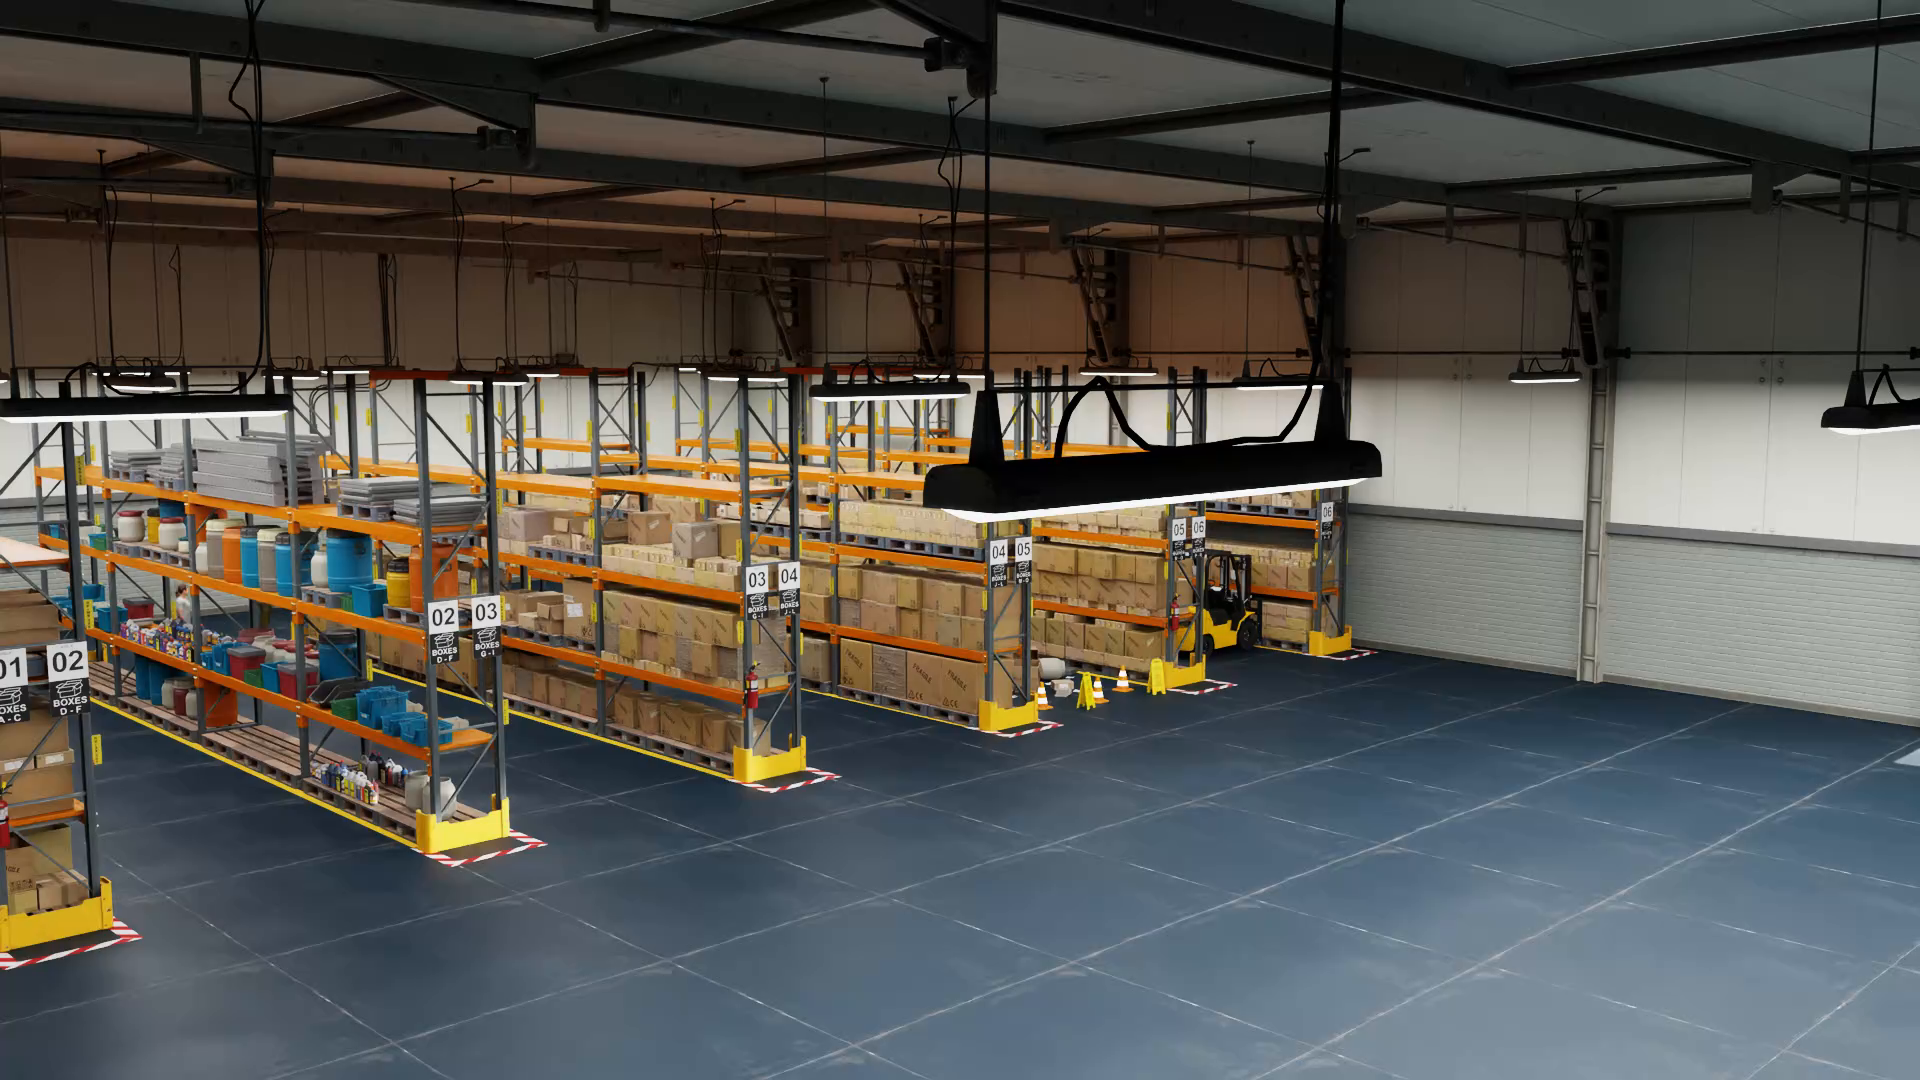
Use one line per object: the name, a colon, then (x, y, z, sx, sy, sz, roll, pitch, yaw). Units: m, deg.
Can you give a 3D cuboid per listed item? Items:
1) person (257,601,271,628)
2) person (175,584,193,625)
person: (-15.646, 1.261, 37.490, 0.523, 1.823, 0.643, 2, 7, 15)
person: (-15.689, 1.707, 33.758, 0.579, 1.668, 0.485, 1, 7, 11)
